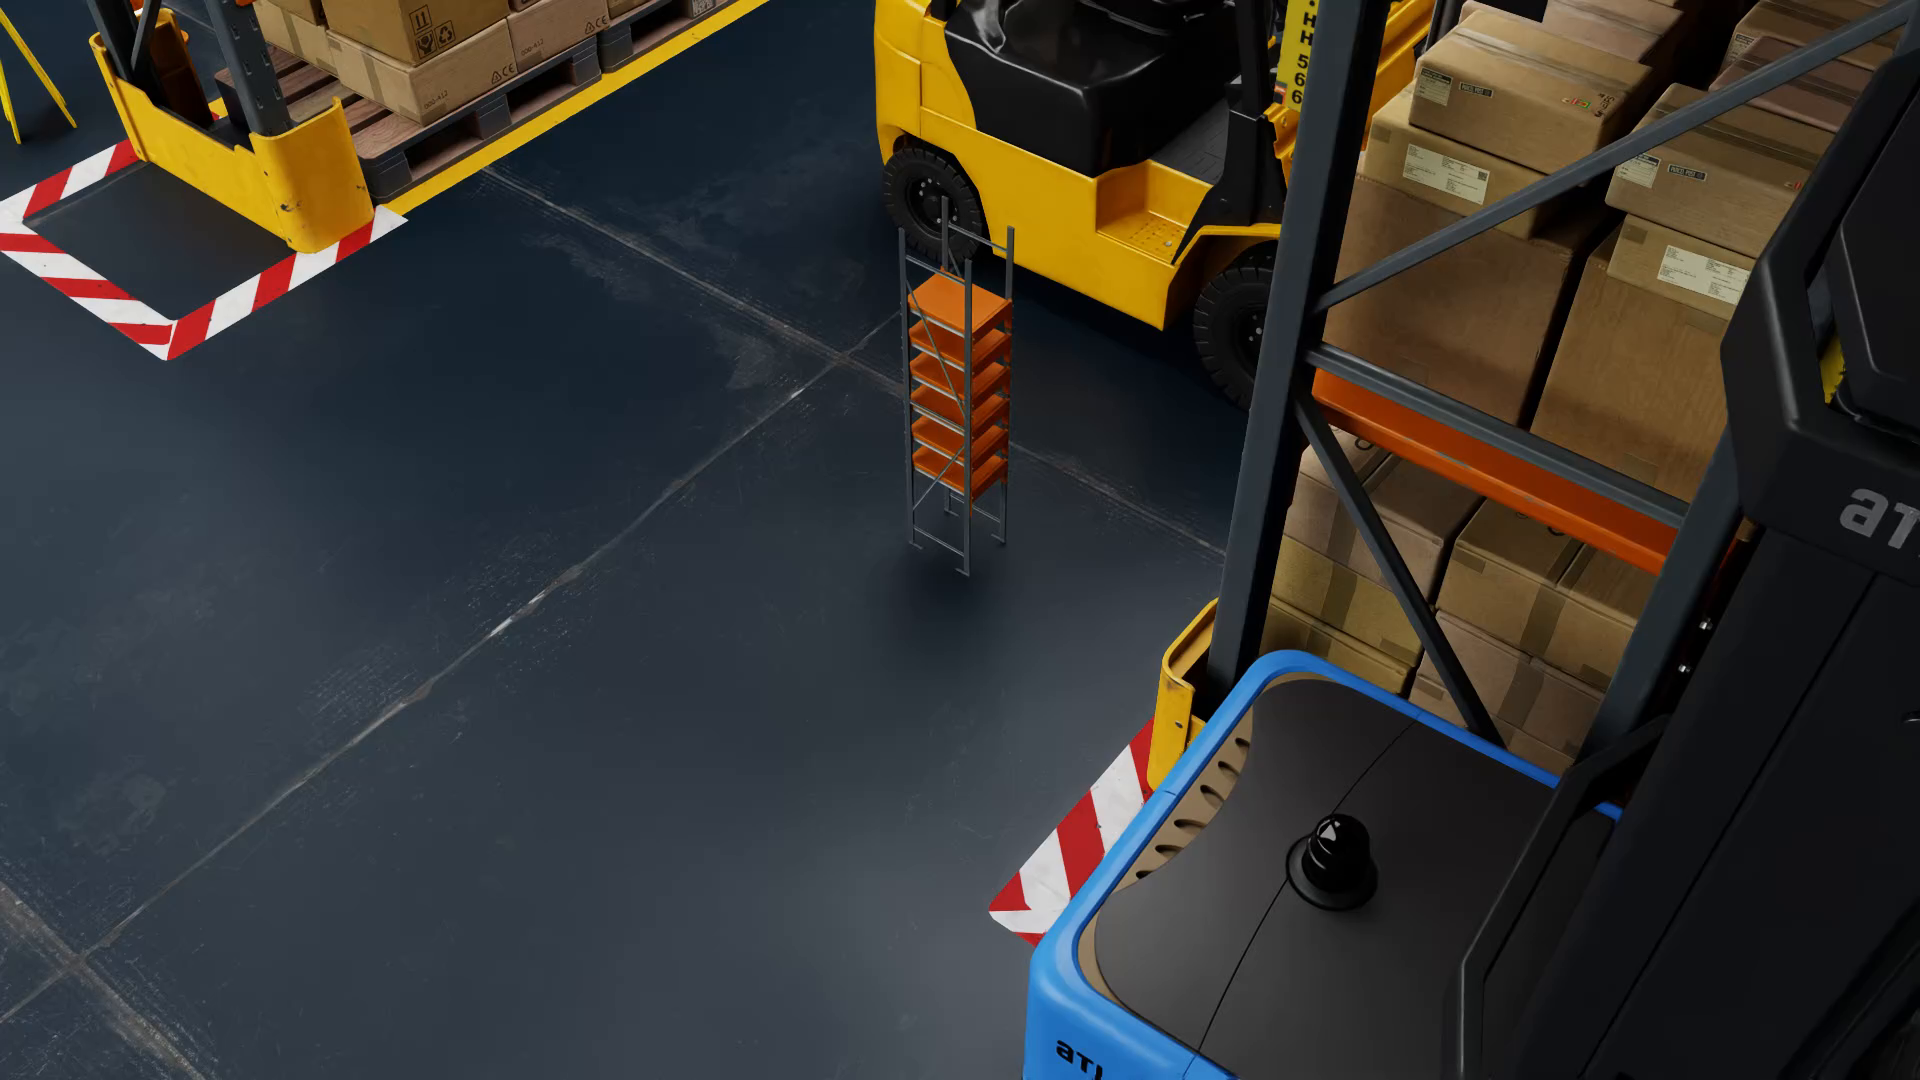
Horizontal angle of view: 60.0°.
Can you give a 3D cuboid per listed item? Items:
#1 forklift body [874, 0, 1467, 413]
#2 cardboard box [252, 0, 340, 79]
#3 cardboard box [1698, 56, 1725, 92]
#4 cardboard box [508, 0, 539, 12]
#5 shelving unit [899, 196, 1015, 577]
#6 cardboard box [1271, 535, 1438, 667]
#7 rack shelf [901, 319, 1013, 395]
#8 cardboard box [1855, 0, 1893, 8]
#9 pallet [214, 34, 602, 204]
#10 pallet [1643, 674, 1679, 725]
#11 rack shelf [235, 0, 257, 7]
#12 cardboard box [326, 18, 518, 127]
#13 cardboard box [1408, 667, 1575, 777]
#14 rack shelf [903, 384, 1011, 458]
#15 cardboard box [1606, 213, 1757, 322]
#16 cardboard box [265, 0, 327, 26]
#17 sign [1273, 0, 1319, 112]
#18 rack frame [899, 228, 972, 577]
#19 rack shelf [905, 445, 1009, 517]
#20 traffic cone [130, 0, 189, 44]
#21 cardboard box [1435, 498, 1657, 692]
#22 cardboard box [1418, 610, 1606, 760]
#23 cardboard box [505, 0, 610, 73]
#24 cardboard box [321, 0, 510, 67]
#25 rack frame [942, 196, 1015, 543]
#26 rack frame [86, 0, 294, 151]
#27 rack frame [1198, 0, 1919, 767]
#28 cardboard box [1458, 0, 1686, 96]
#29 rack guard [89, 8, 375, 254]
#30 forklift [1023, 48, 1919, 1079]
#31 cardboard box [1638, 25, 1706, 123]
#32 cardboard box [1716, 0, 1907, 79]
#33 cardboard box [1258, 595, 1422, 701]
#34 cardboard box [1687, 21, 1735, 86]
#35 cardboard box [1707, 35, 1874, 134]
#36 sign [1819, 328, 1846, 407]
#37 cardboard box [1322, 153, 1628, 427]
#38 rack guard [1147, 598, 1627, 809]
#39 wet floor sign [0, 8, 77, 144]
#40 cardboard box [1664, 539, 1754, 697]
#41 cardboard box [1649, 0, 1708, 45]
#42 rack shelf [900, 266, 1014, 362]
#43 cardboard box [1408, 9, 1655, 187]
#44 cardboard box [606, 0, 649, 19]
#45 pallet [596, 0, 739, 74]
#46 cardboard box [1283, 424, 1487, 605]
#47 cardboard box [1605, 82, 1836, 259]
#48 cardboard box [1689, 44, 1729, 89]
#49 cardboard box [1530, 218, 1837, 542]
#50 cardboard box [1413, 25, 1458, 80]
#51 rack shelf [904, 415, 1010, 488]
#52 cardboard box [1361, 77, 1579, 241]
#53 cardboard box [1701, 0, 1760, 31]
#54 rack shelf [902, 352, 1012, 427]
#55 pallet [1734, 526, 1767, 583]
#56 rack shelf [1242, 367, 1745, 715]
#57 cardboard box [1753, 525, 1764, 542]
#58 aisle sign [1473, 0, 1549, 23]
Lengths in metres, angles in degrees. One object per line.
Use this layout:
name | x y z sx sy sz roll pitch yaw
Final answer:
forklift body | 0.790 -1.818 5.499 2.313 2.155 1.214 29 53 25
cardboard box | -2.560 -2.202 6.890 0.500 0.250 0.500 29 53 25
cardboard box | 1.748 -0.869 3.488 0.380 0.149 0.250 28 53 24
cardboard box | -1.814 -2.520 6.676 0.500 0.500 0.500 27 52 24
shelving unit | -0.009 -0.406 4.808 0.258 1.200 0.189 29 53 25
cardboard box | 1.124 -0.004 4.445 0.500 0.250 0.500 29 53 25
rack shelf | -0.009 -0.541 4.667 0.258 0.103 0.180 29 53 25
cardboard box | 1.948 -1.106 3.508 0.380 0.149 0.250 29 53 25
pallet | -2.285 -1.941 6.958 1.003 0.211 1.213 29 53 25
pallet | 1.508 0.288 4.829 1.003 0.211 1.213 29 53 25
rack shelf | -1.633 -3.308 6.833 1.077 0.370 4.000 29 53 25
cardboard box | -2.144 -1.946 6.646 0.500 0.250 0.500 29 53 25
cardboard box | 1.529 0.391 4.414 0.500 0.250 0.500 29 53 25
rack shelf | -0.009 -0.375 4.840 0.258 0.103 0.180 29 53 25
cardboard box | 1.487 -0.557 3.190 0.380 0.149 0.250 28 52 24
cardboard box | -2.573 -2.440 6.599 0.500 0.500 0.500 30 53 25
sign | 0.653 -0.949 3.118 0.100 0.325 0.005 29 53 25
rack frame | -0.065 -0.354 4.758 0.240 1.200 0.006 29 53 25
rack shelf | -0.009 -0.210 5.014 0.258 0.103 0.180 29 53 25
traffic cone | -3.614 -2.352 7.177 0.336 0.463 0.334 29 53 25
cardboard box | 1.518 0.049 4.049 0.500 0.250 0.500 28 53 24
cardboard box | 1.526 0.235 4.216 0.500 0.250 0.500 30 53 26
cardboard box | -1.826 -2.235 6.922 0.500 0.250 0.500 31 54 26
cardboard box | -2.130 -2.219 6.388 0.500 0.500 0.500 28 52 24
rack frame | 0.047 -0.459 4.858 0.240 1.200 0.006 29 53 25
rack frame | -2.856 -2.412 5.479 1.000 3.000 0.127 29 53 25
rack frame | 1.074 -0.219 3.385 1.000 3.000 0.127 29 53 25
cardboard box | 1.252 -1.034 3.440 0.380 0.149 0.250 29 53 25
rack guard | -2.810 -1.592 6.425 1.175 0.500 0.348 29 53 25
forklift | 1.608 0.843 2.418 3.031 2.935 1.130 27 52 24
cardboard box | 1.404 -1.081 3.691 0.380 0.149 0.250 30 53 26
cardboard box | 1.785 -0.971 3.379 0.380 0.149 0.250 30 53 26
cardboard box | 1.111 0.177 4.618 0.500 0.250 0.500 30 53 25
cardboard box | 1.565 -1.218 3.821 0.380 0.149 0.250 29 53 25
cardboard box | 1.661 -0.803 3.219 0.380 0.149 0.250 31 54 26
sign | 1.510 -0.297 2.806 0.100 0.325 0.005 29 53 25
cardboard box | 1.167 -0.652 3.729 0.500 0.500 0.500 28 52 24
rack guard | 1.059 0.658 4.276 1.175 0.500 0.348 29 53 25
wet floor sign | -3.819 -1.963 6.679 0.232 0.644 0.267 -25 51 -22
cardboard box | 1.859 0.114 4.678 0.500 0.250 0.500 30 53 25
cardboard box | 1.391 -1.195 3.594 0.380 0.149 0.250 30 53 26
rack shelf | -0.009 -0.624 4.580 0.258 0.103 0.180 29 53 25
cardboard box | 1.126 -0.879 3.292 0.380 0.149 0.250 29 53 25
cardboard box | -1.502 -2.553 7.225 0.500 0.250 0.500 33 54 27
pallet | -1.539 -2.636 7.622 1.003 0.211 1.213 29 53 25
cardboard box | 1.109 -0.161 4.249 0.500 0.250 0.500 31 54 26
cardboard box | 1.448 -0.679 3.100 0.380 0.149 0.250 28 53 24
cardboard box | 1.492 -0.944 4.009 0.500 0.500 0.500 31 54 26
cardboard box | 1.597 -0.415 3.503 0.500 0.500 0.500 31 54 26
cardboard box | 1.197 -0.960 3.575 0.380 0.149 0.250 30 53 26
rack shelf | -0.009 -0.293 4.927 0.258 0.103 0.180 29 53 25
cardboard box | 1.064 -0.800 3.422 0.380 0.149 0.250 30 53 25
cardboard box | 1.602 -1.305 3.699 0.380 0.149 0.250 30 53 25
rack shelf | -0.009 -0.458 4.754 0.258 0.103 0.180 29 53 25
pallet | 2.255 -0.407 5.493 1.003 0.211 1.213 29 53 25
rack shelf | 2.297 -1.115 4.739 1.077 0.370 4.000 29 53 25
cardboard box | 2.160 -0.182 4.960 0.500 0.250 0.500 29 53 25
aisle sign | 0.801 -1.210 2.533 0.394 0.787 0.004 29 53 25
